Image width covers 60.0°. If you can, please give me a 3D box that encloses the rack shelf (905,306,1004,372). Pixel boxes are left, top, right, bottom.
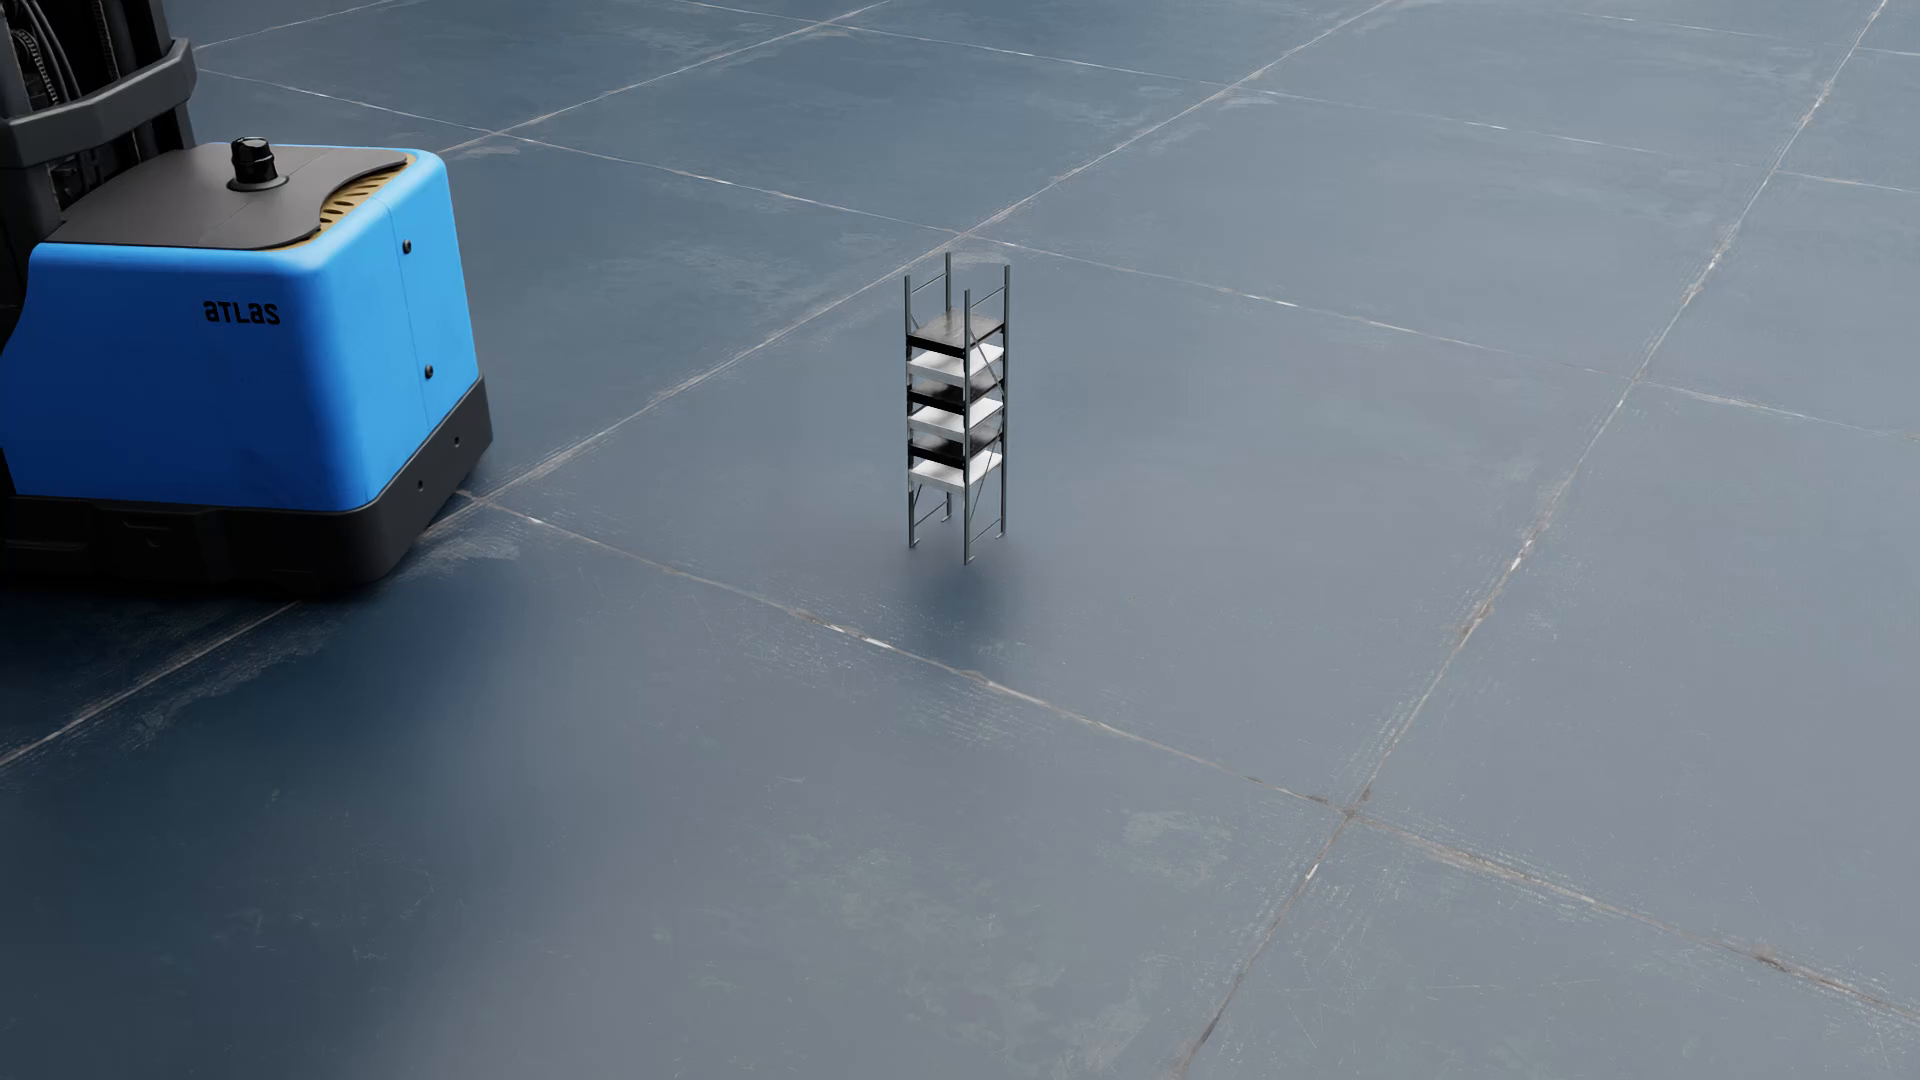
[{"bbox_3d":[-0.007,-0.595,4.908,0.200,0.077,0.258,18,35,27],"label":"rack shelf"}]

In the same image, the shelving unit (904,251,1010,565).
[{"bbox_3d":[-0.007,-0.391,5.027,0.210,0.900,0.258,18,35,27],"label":"shelving unit"}]

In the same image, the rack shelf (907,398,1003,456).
[{"bbox_3d":[-0.007,-0.362,5.044,0.200,0.077,0.258,18,35,27],"label":"rack shelf"}]

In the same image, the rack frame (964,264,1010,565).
[{"bbox_3d":[0.079,-0.364,4.980,0.006,0.900,0.240,18,35,27],"label":"rack frame"}]

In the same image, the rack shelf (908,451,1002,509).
[{"bbox_3d":[-0.007,-0.207,5.134,0.200,0.077,0.258,18,35,27],"label":"rack shelf"}]

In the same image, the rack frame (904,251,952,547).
[{"bbox_3d":[-0.093,-0.418,5.074,0.006,0.900,0.240,18,35,27],"label":"rack frame"}]

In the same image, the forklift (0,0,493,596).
[{"bbox_3d":[-3.151,-1.411,4.761,3.031,2.935,1.130,3,30,5],"label":"forklift"}]

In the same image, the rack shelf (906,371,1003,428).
[{"bbox_3d":[-0.007,-0.440,4.998,0.200,0.077,0.258,18,35,27],"label":"rack shelf"}]

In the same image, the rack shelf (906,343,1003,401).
[{"bbox_3d":[-0.007,-0.518,4.953,0.200,0.077,0.258,18,35,27],"label":"rack shelf"}]

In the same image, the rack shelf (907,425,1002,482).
[{"bbox_3d":[-0.007,-0.284,5.089,0.200,0.077,0.258,18,35,27],"label":"rack shelf"}]
